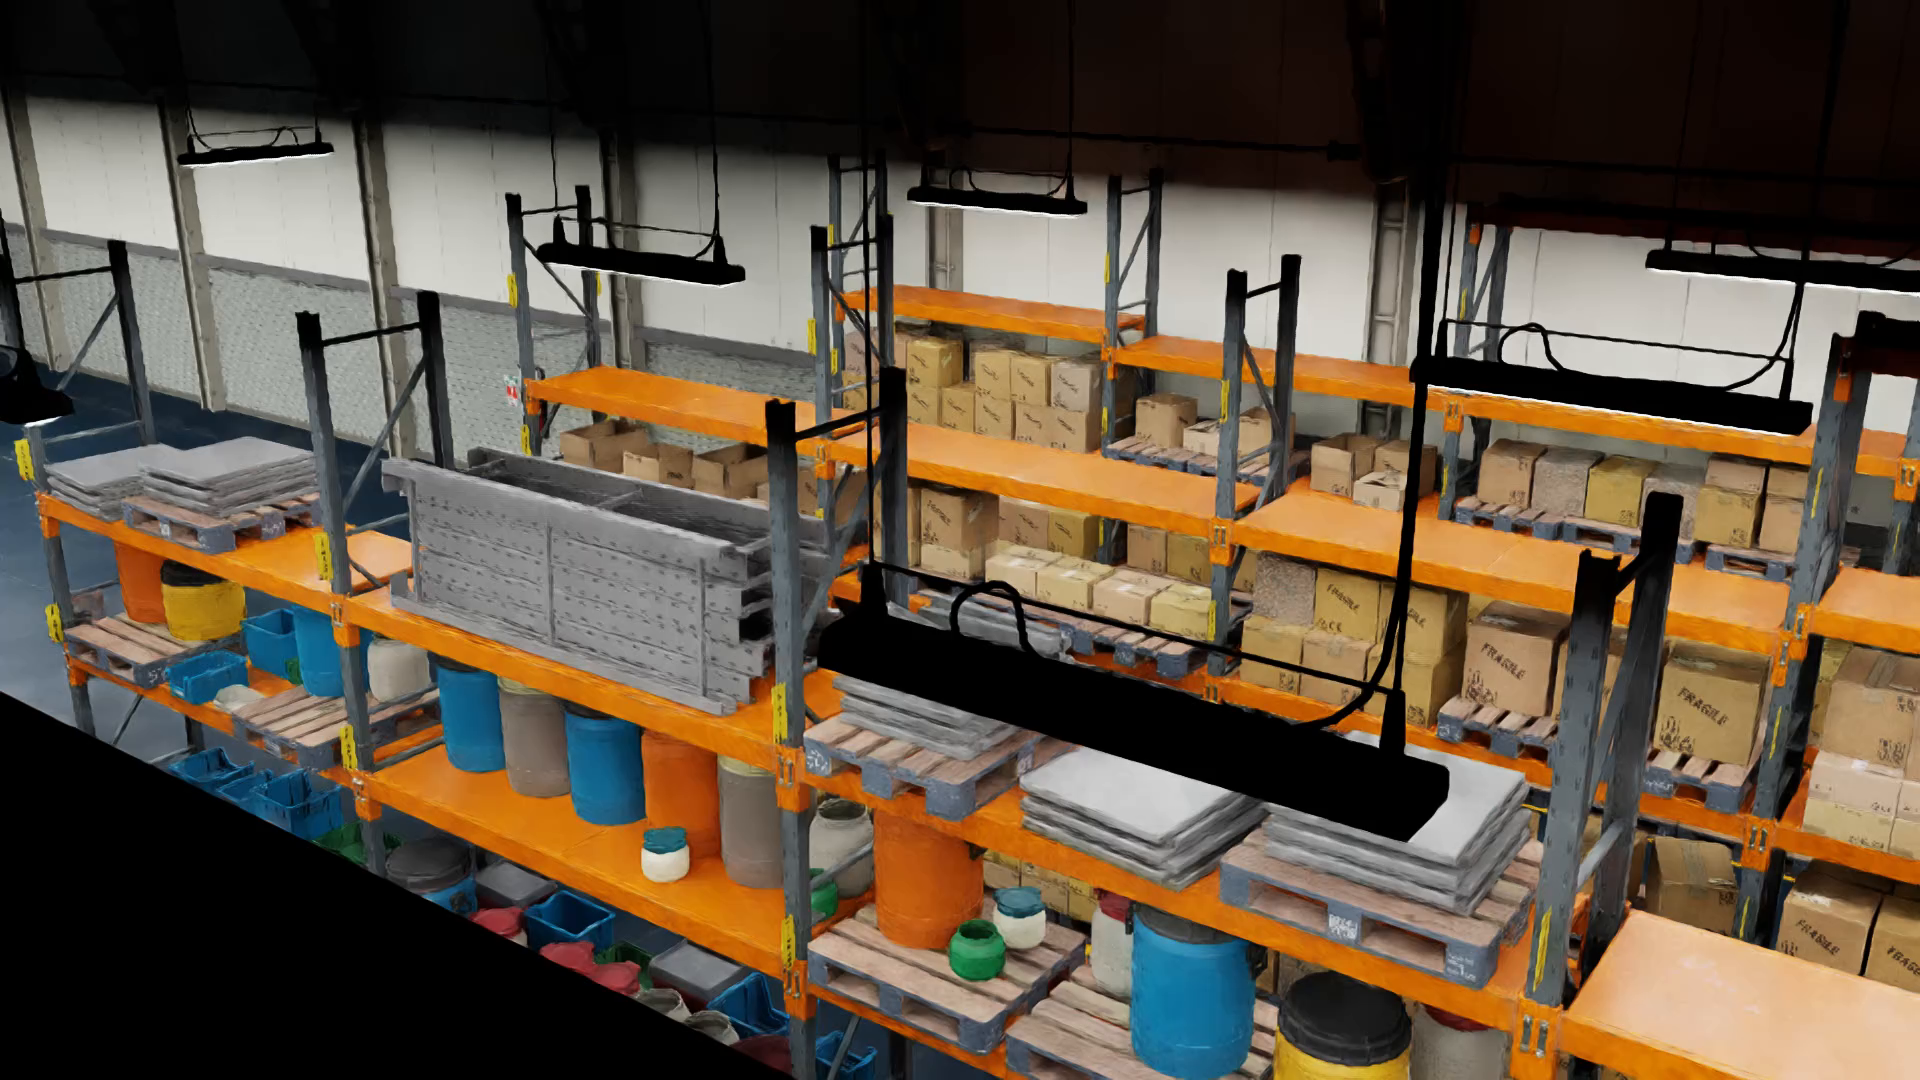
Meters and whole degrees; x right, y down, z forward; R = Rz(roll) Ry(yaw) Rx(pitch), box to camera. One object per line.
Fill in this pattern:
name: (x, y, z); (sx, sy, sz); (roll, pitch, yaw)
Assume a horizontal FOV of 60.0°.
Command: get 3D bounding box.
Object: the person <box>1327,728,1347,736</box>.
person: (3.975, 1.943, 16.856); (0.957, 1.533, 0.411); (9, 21, 26)
